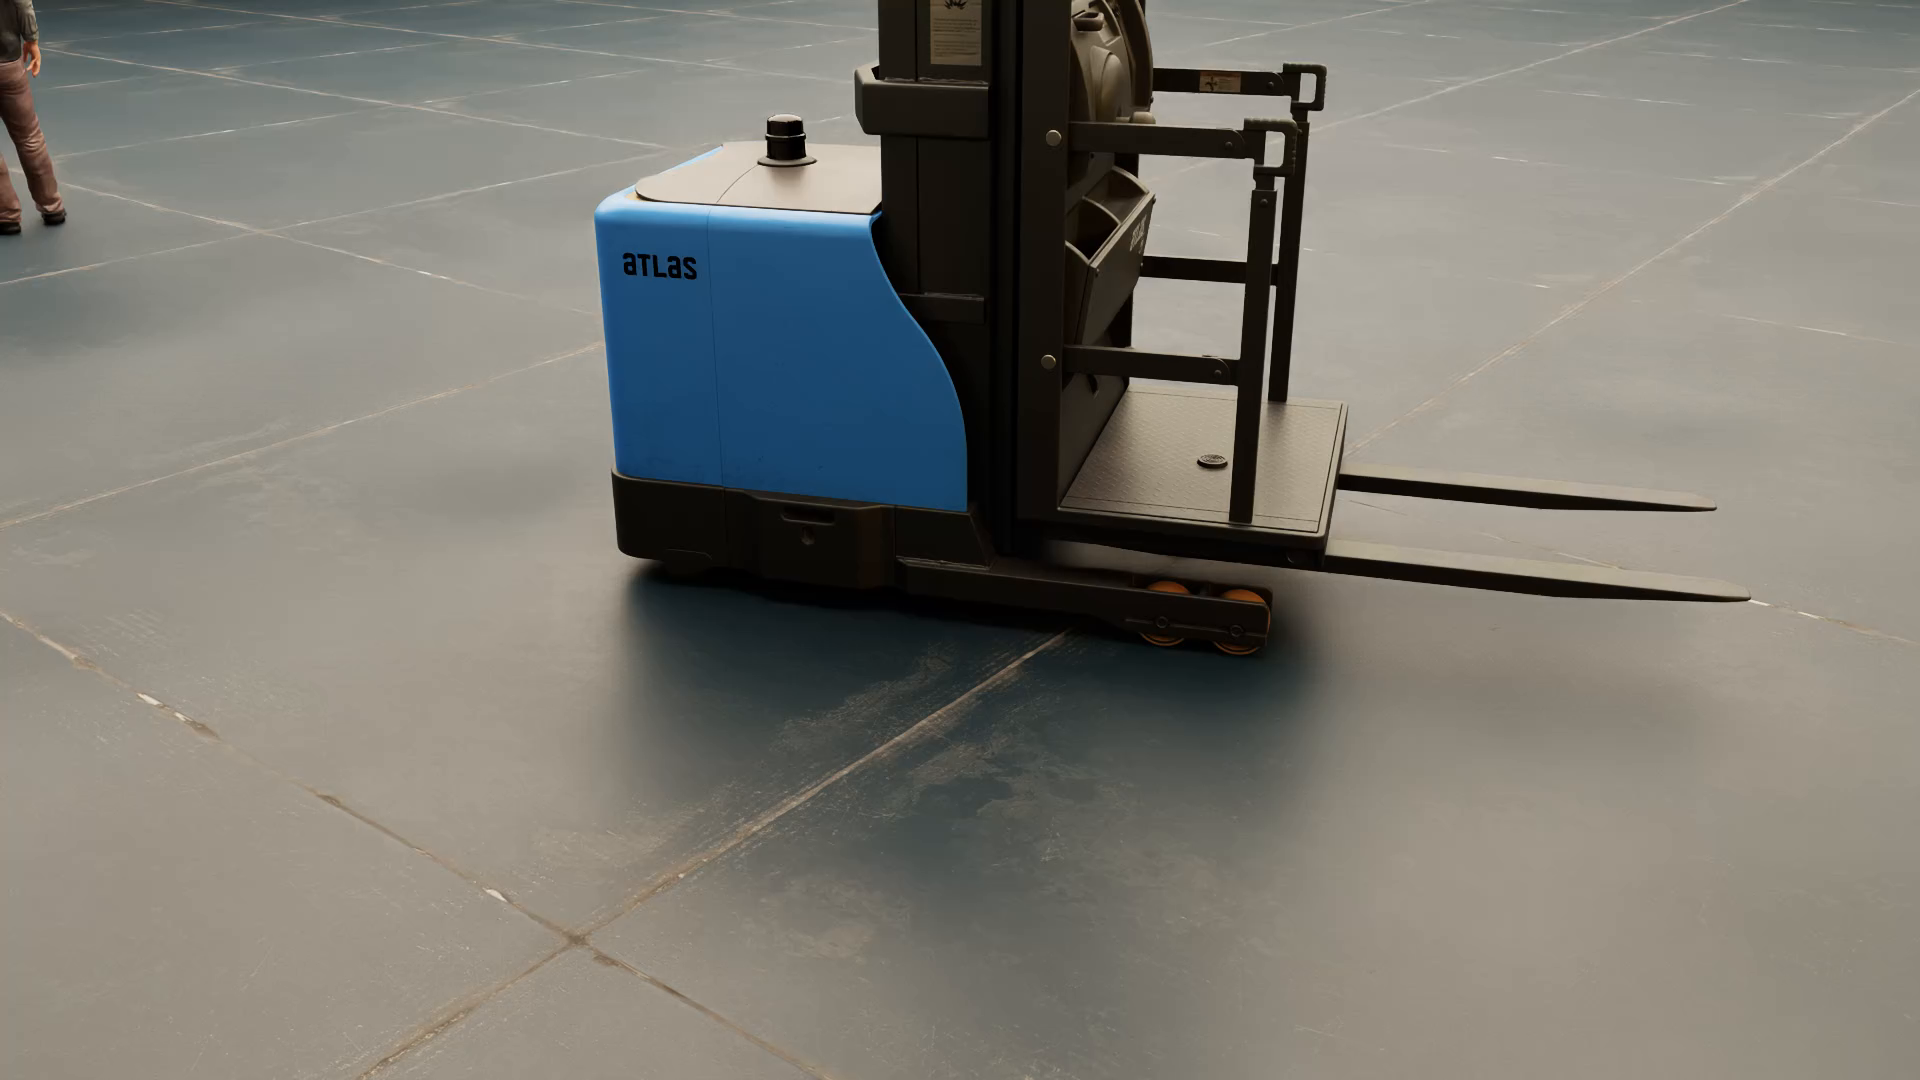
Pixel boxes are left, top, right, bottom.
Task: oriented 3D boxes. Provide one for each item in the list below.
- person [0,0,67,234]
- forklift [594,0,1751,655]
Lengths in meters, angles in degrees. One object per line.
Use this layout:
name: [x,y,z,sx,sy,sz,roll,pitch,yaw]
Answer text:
person: [-5.007,-2.434,8.446,0.631,1.720,0.568,-19,30,-37]
forklift: [0.587,-1.281,4.284,3.031,2.935,1.130,6,24,14]
